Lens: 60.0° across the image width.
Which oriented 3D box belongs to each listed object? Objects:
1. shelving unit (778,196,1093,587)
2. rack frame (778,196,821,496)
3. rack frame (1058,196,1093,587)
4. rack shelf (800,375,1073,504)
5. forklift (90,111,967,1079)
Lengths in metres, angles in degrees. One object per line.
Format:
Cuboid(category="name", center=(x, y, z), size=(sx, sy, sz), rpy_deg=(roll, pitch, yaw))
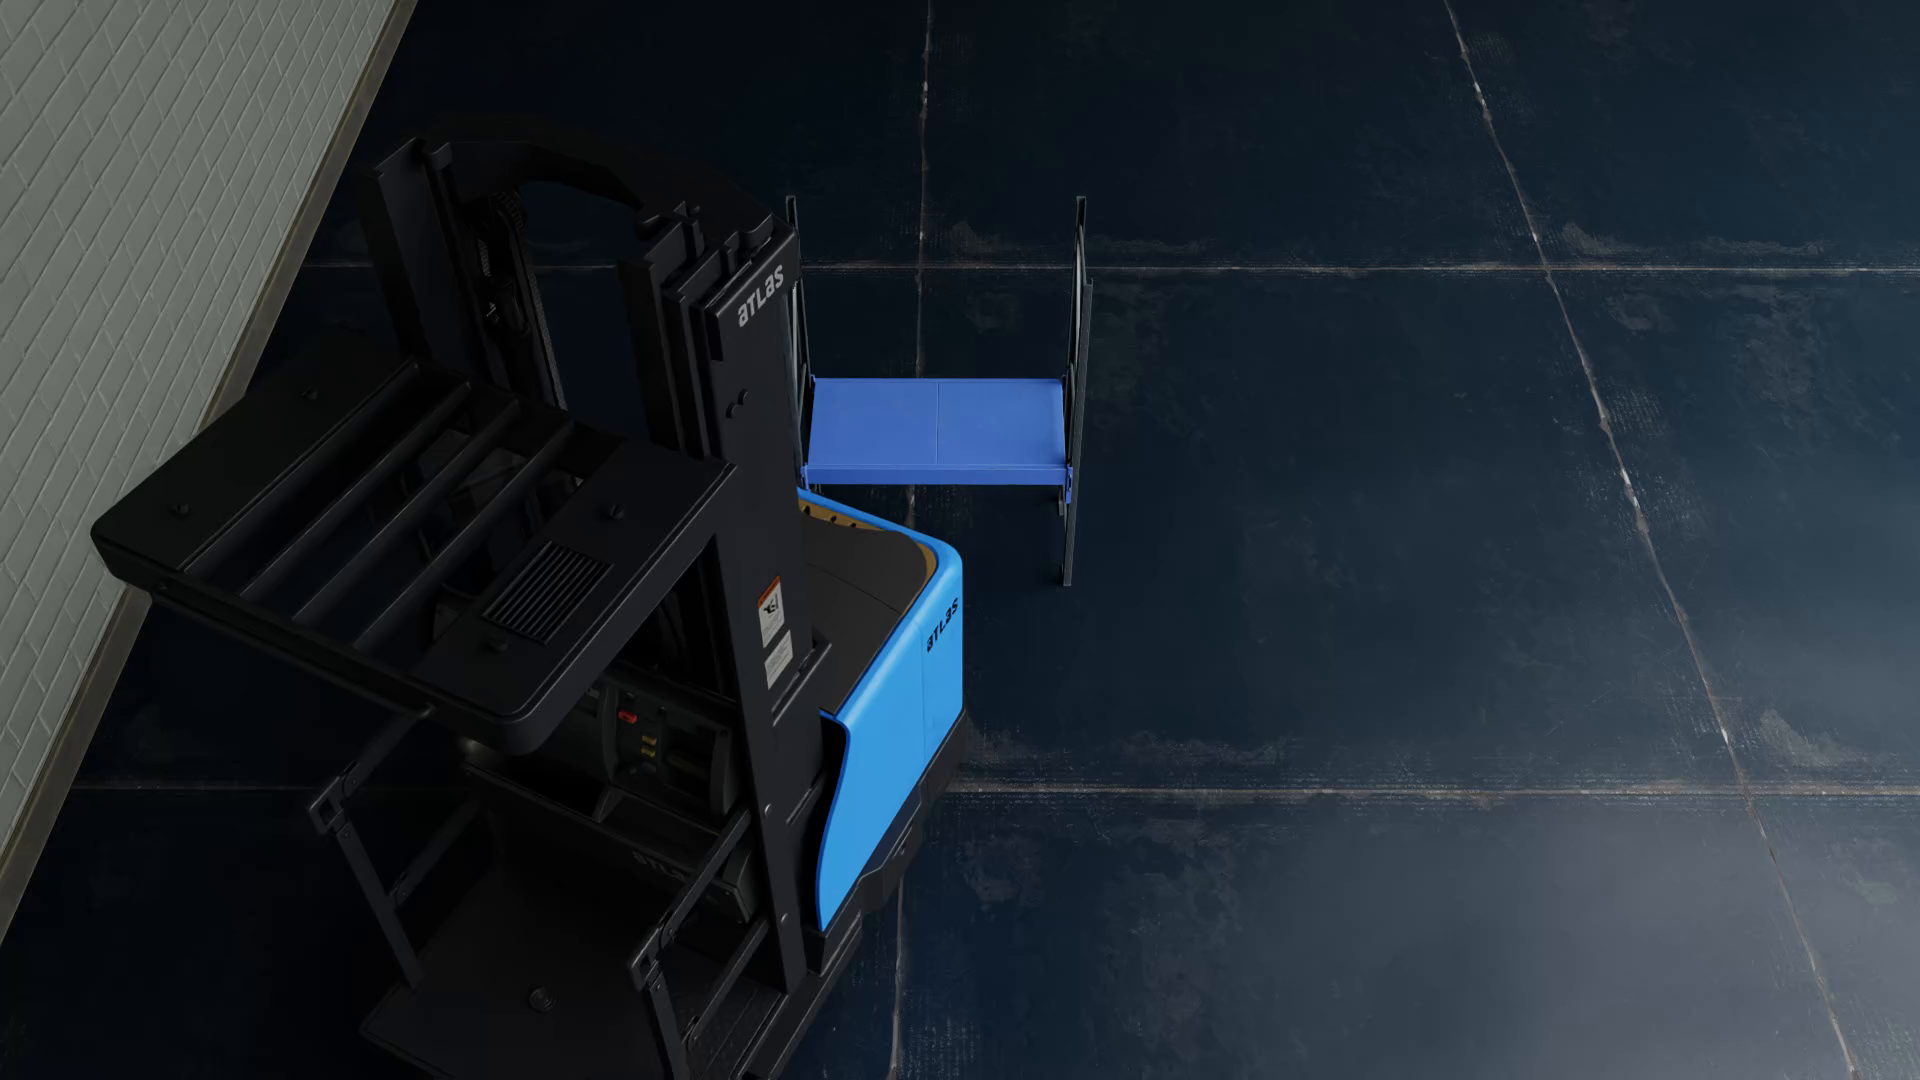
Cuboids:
Cuboid(category="shelving unit", center=(-0.085, -0.511, 6.201), size=(1.048, 1.500, 0.538), rpy_deg=(0, 47, 0))
Cuboid(category="rack frame", center=(-0.594, -0.513, 6.203), size=(0.032, 1.500, 0.500), rpy_deg=(0, 47, 0))
Cuboid(category="rack frame", center=(0.423, -0.510, 6.200), size=(0.032, 1.500, 0.500), rpy_deg=(0, 47, 0))
Cuboid(category="rack shelf", center=(-0.085, -0.389, 6.333), size=(1.000, 0.185, 0.538), rpy_deg=(0, 47, 0))
Cuboid(category="forklift", center=(-1.088, 0.565, 4.222), size=(1.130, 2.935, 3.031), rpy_deg=(20, 50, 18))
